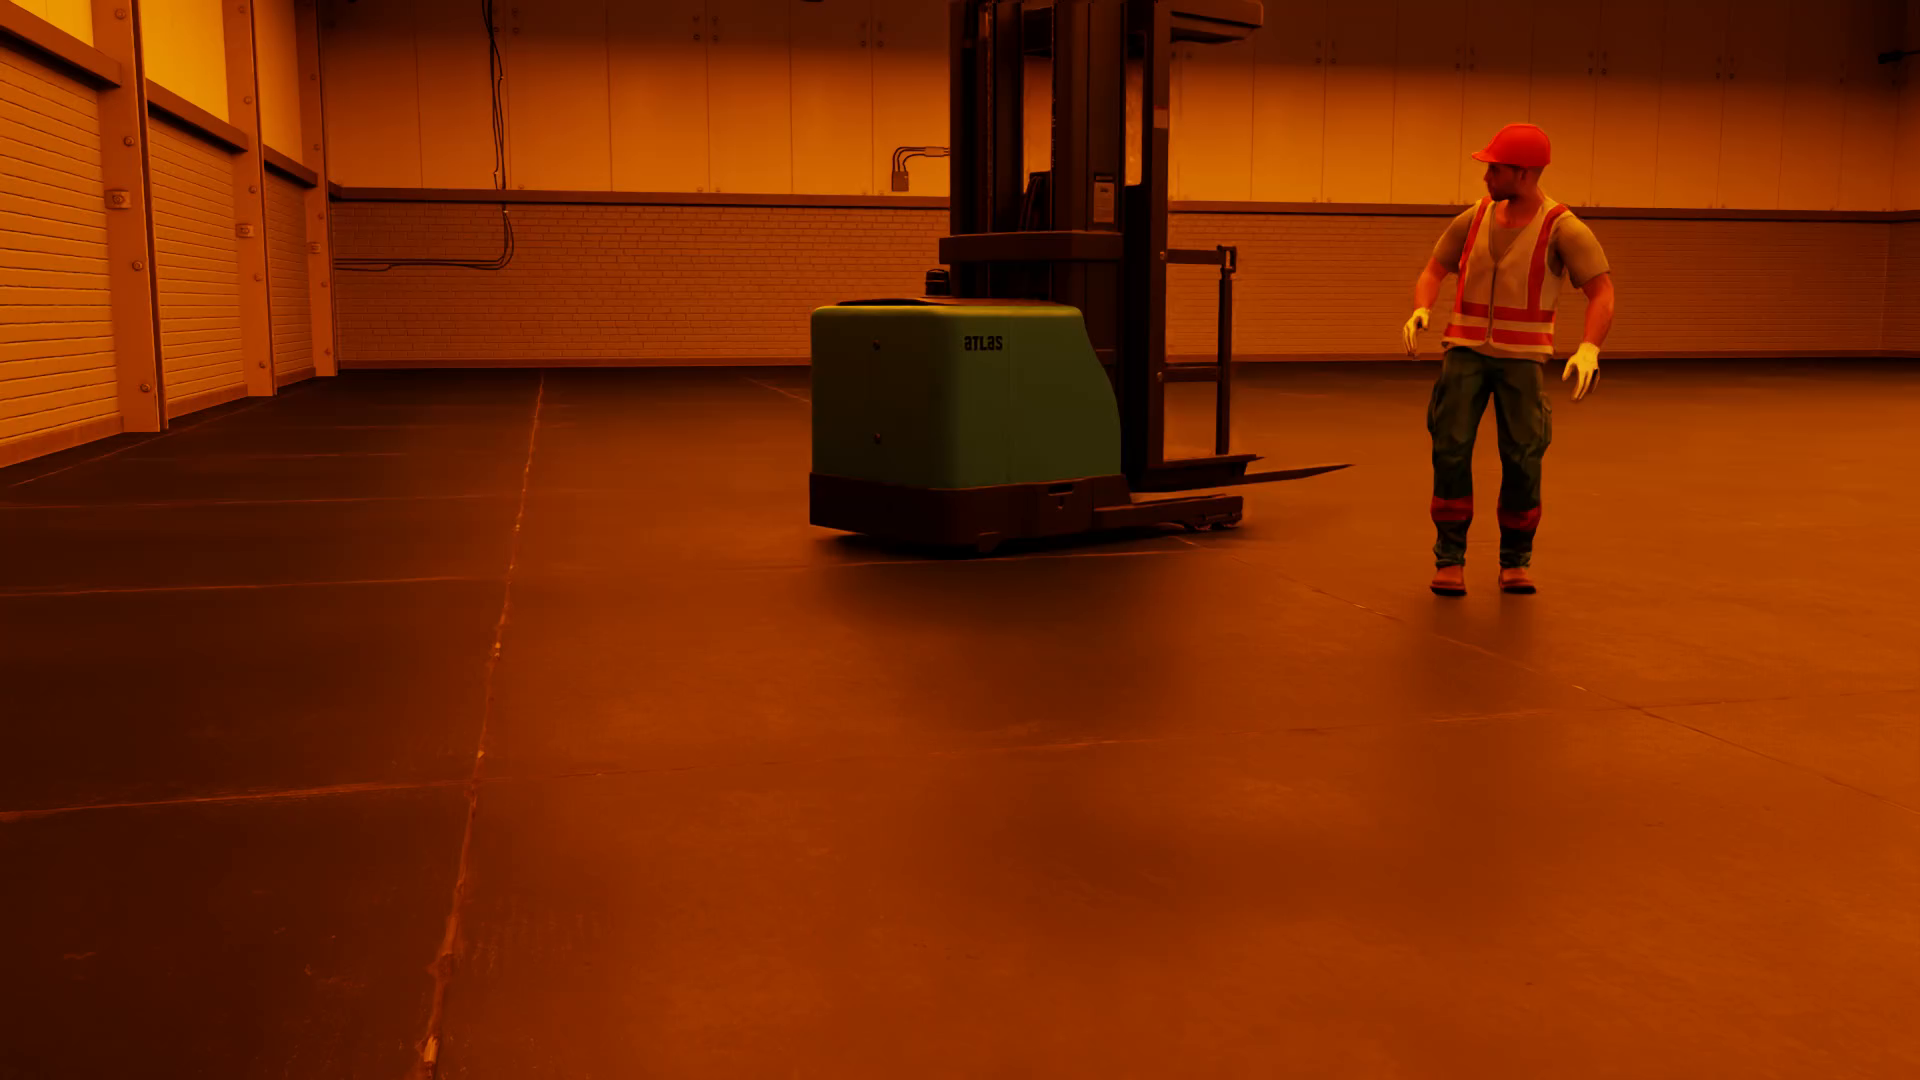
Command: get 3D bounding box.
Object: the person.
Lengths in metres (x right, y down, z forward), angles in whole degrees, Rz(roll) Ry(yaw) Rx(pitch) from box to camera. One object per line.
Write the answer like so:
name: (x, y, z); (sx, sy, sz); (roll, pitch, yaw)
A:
person: (2.066, -0.695, 6.270); (0.615, 1.778, 0.453); (4, 9, 28)

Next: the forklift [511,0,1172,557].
forklift: (-0.578, -1.468, 7.624); (3.031, 2.935, 1.130); (2, 8, 15)
